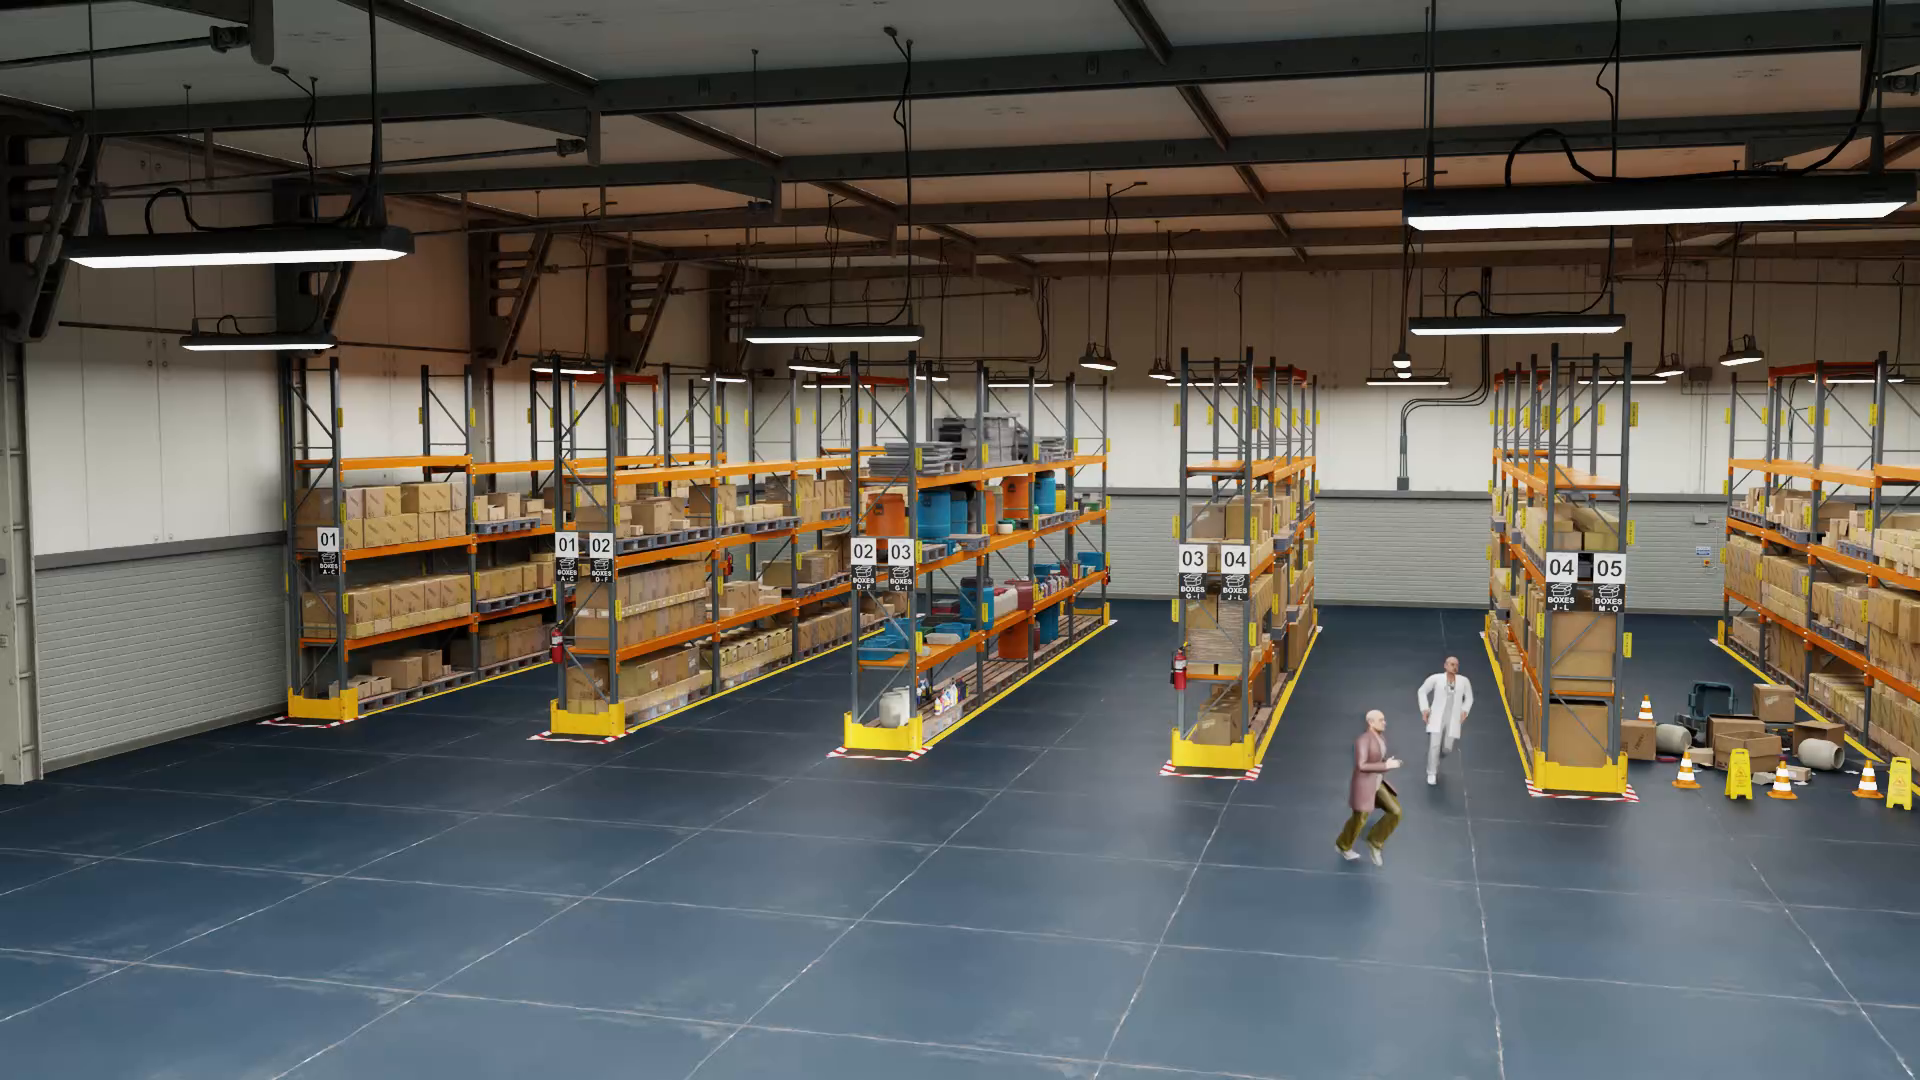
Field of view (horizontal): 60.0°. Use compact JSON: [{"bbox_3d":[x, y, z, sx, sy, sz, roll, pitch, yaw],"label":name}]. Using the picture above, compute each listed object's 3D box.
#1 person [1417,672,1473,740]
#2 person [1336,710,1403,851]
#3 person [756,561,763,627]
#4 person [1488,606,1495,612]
[{"bbox_3d":[6.695,2.287,22.875,0.755,0.949,0.432,1,4,7],"label":"person"},{"bbox_3d":[4.576,2.695,18.529,0.855,1.644,0.746,4,6,44],"label":"person"},{"bbox_3d":[-4.562,1.269,38.339,0.600,1.602,0.770,1,4,9],"label":"person"},{"bbox_3d":[12.720,1.457,39.126,0.533,1.373,0.729,2,5,23],"label":"person"}]
